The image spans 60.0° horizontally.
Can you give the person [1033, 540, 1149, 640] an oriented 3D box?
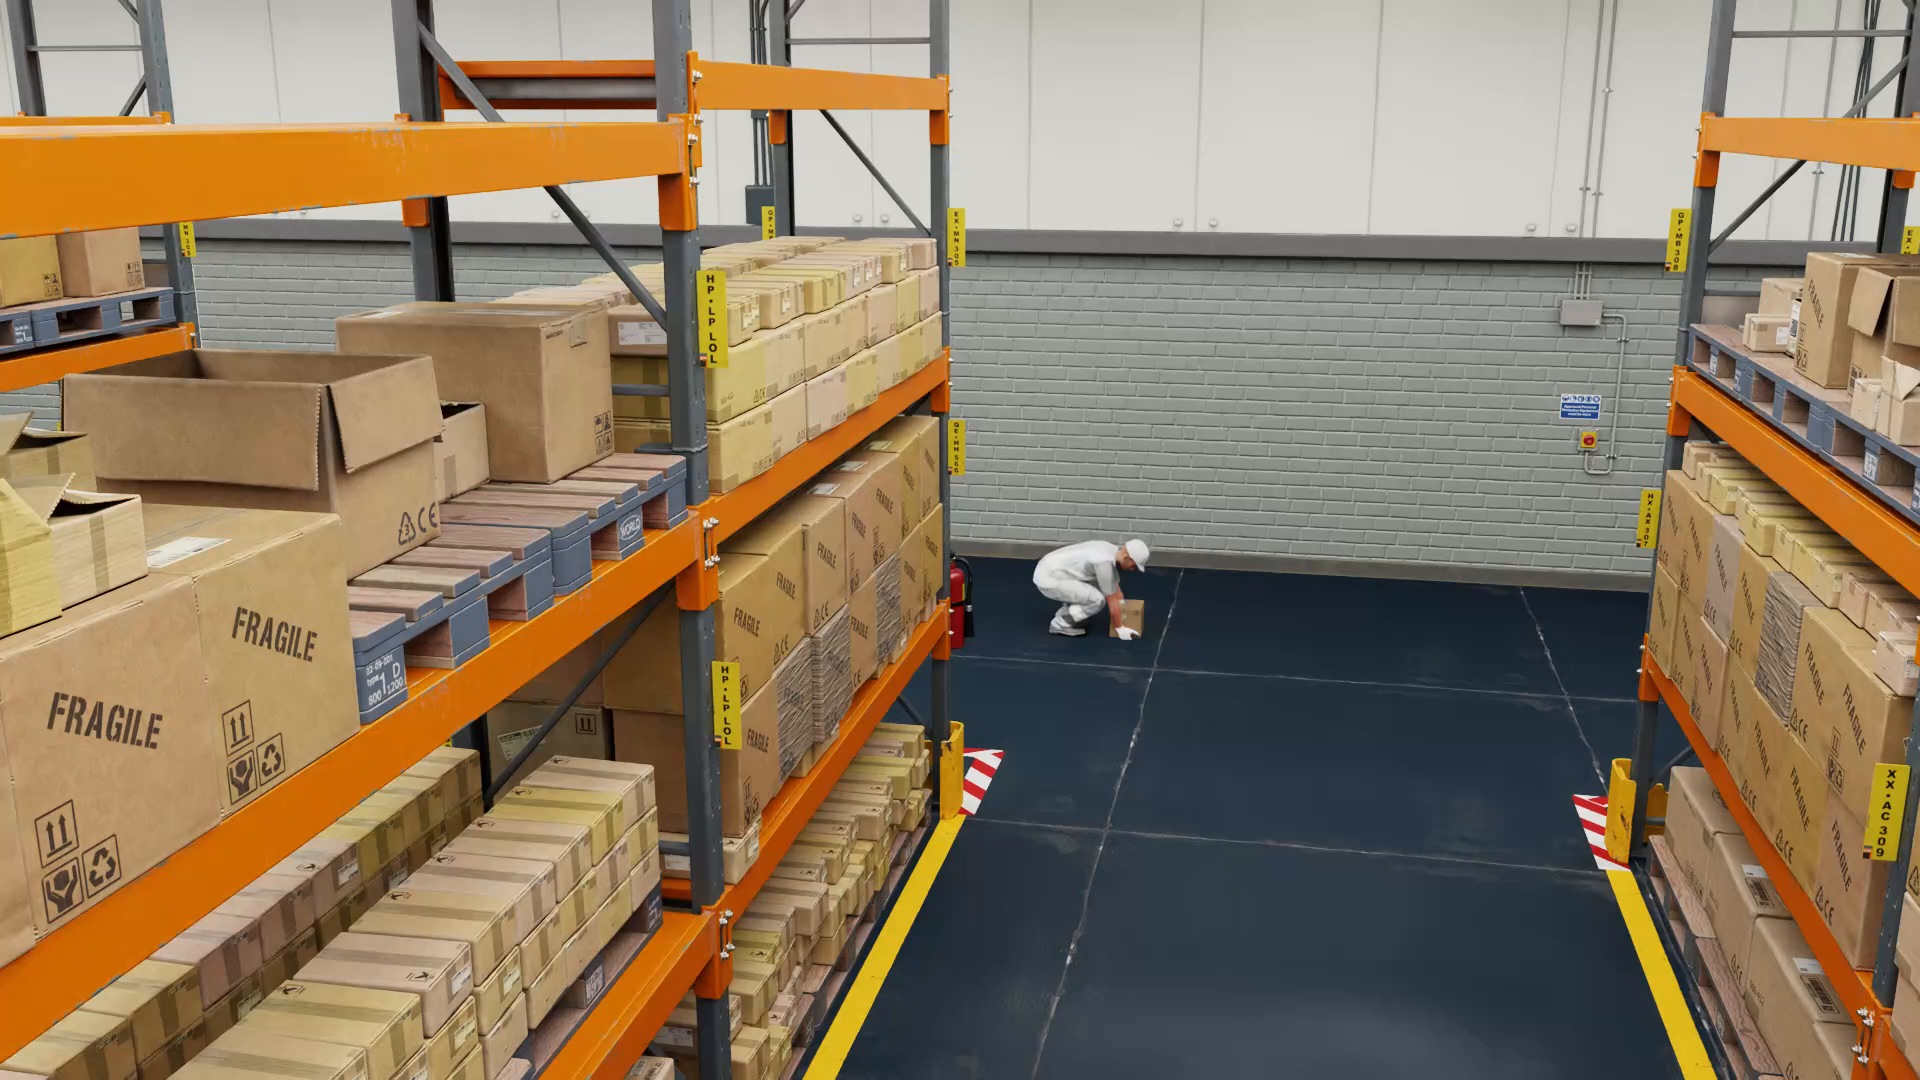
[{"bbox_3d":[1.064,0.408,13.561,0.933,0.856,0.538,3,15,10],"label":"person"}]
